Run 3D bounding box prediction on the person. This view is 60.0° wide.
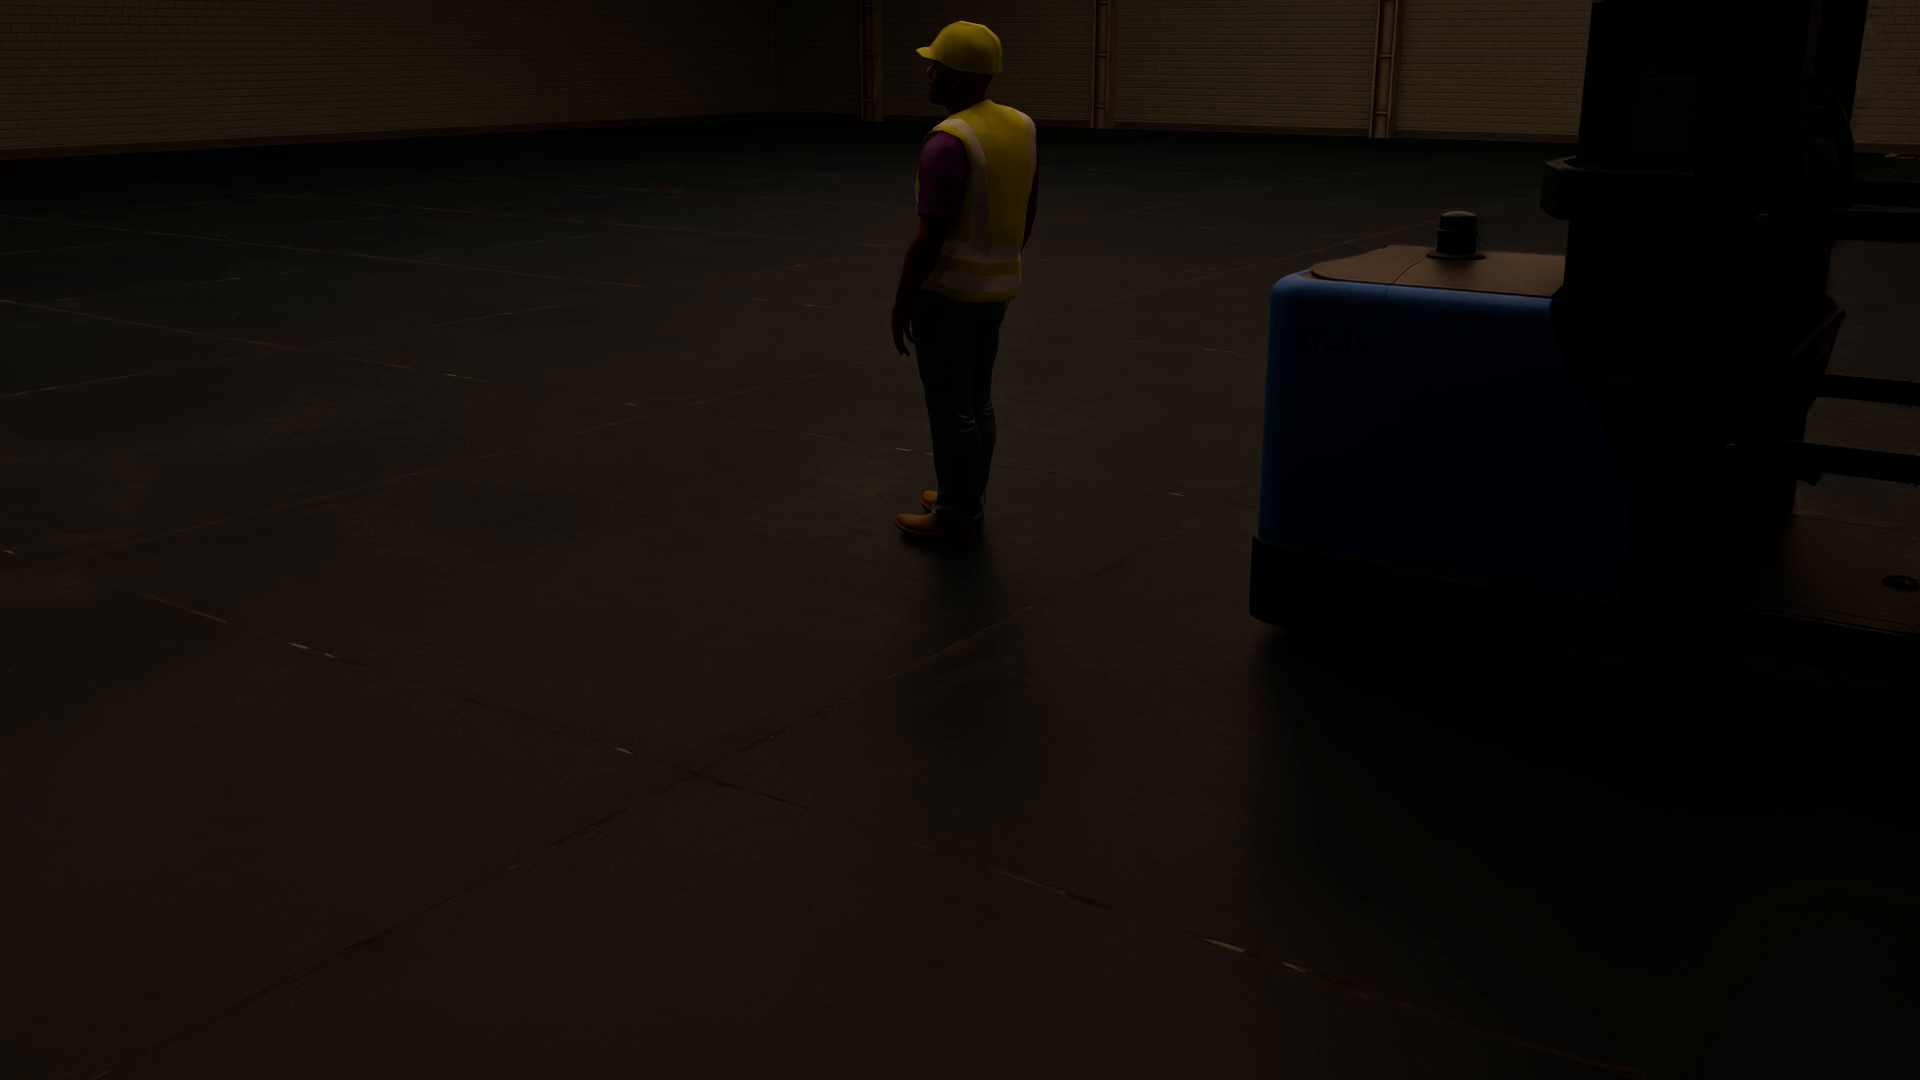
[{"bbox_3d":[-0.053,-0.866,5.736,0.577,1.765,0.665,11,20,33],"label":"person"}]

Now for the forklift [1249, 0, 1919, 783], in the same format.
[{"bbox_3d":[2.374,-0.992,4.151,3.031,2.935,1.130,11,20,32],"label":"forklift"}]
